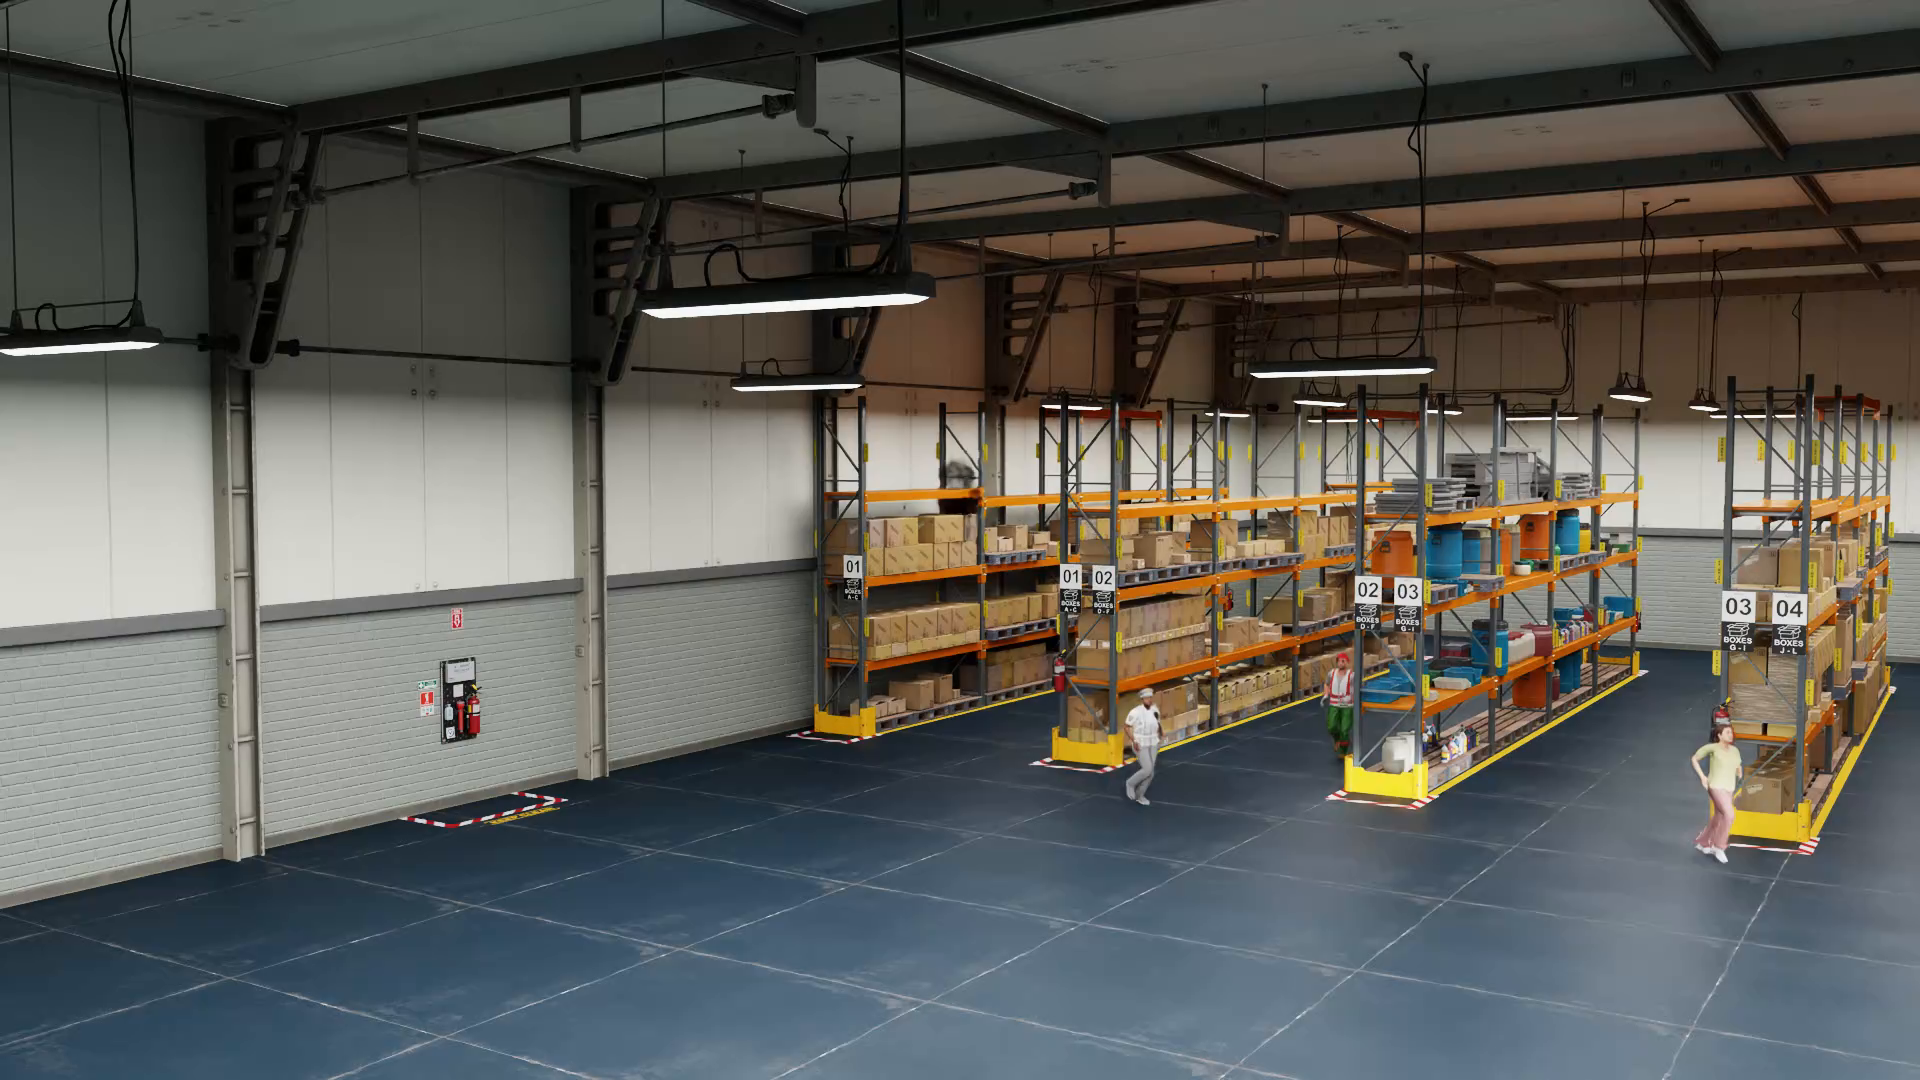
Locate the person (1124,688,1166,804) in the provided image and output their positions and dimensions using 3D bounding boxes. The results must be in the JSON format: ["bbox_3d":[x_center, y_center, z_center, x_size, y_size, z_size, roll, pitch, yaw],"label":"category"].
[{"bbox_3d":[2.674,2.932,23.674,0.564,1.665,0.566,-2,3,-30],"label":"person"}]

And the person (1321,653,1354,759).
[{"bbox_3d":[6.193,2.709,27.070,0.656,1.739,0.587,2,3,28],"label":"person"}]

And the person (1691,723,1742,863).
[{"bbox_3d":[9.397,3.099,20.515,0.566,1.682,0.608,-1,3,-19],"label":"person"}]
